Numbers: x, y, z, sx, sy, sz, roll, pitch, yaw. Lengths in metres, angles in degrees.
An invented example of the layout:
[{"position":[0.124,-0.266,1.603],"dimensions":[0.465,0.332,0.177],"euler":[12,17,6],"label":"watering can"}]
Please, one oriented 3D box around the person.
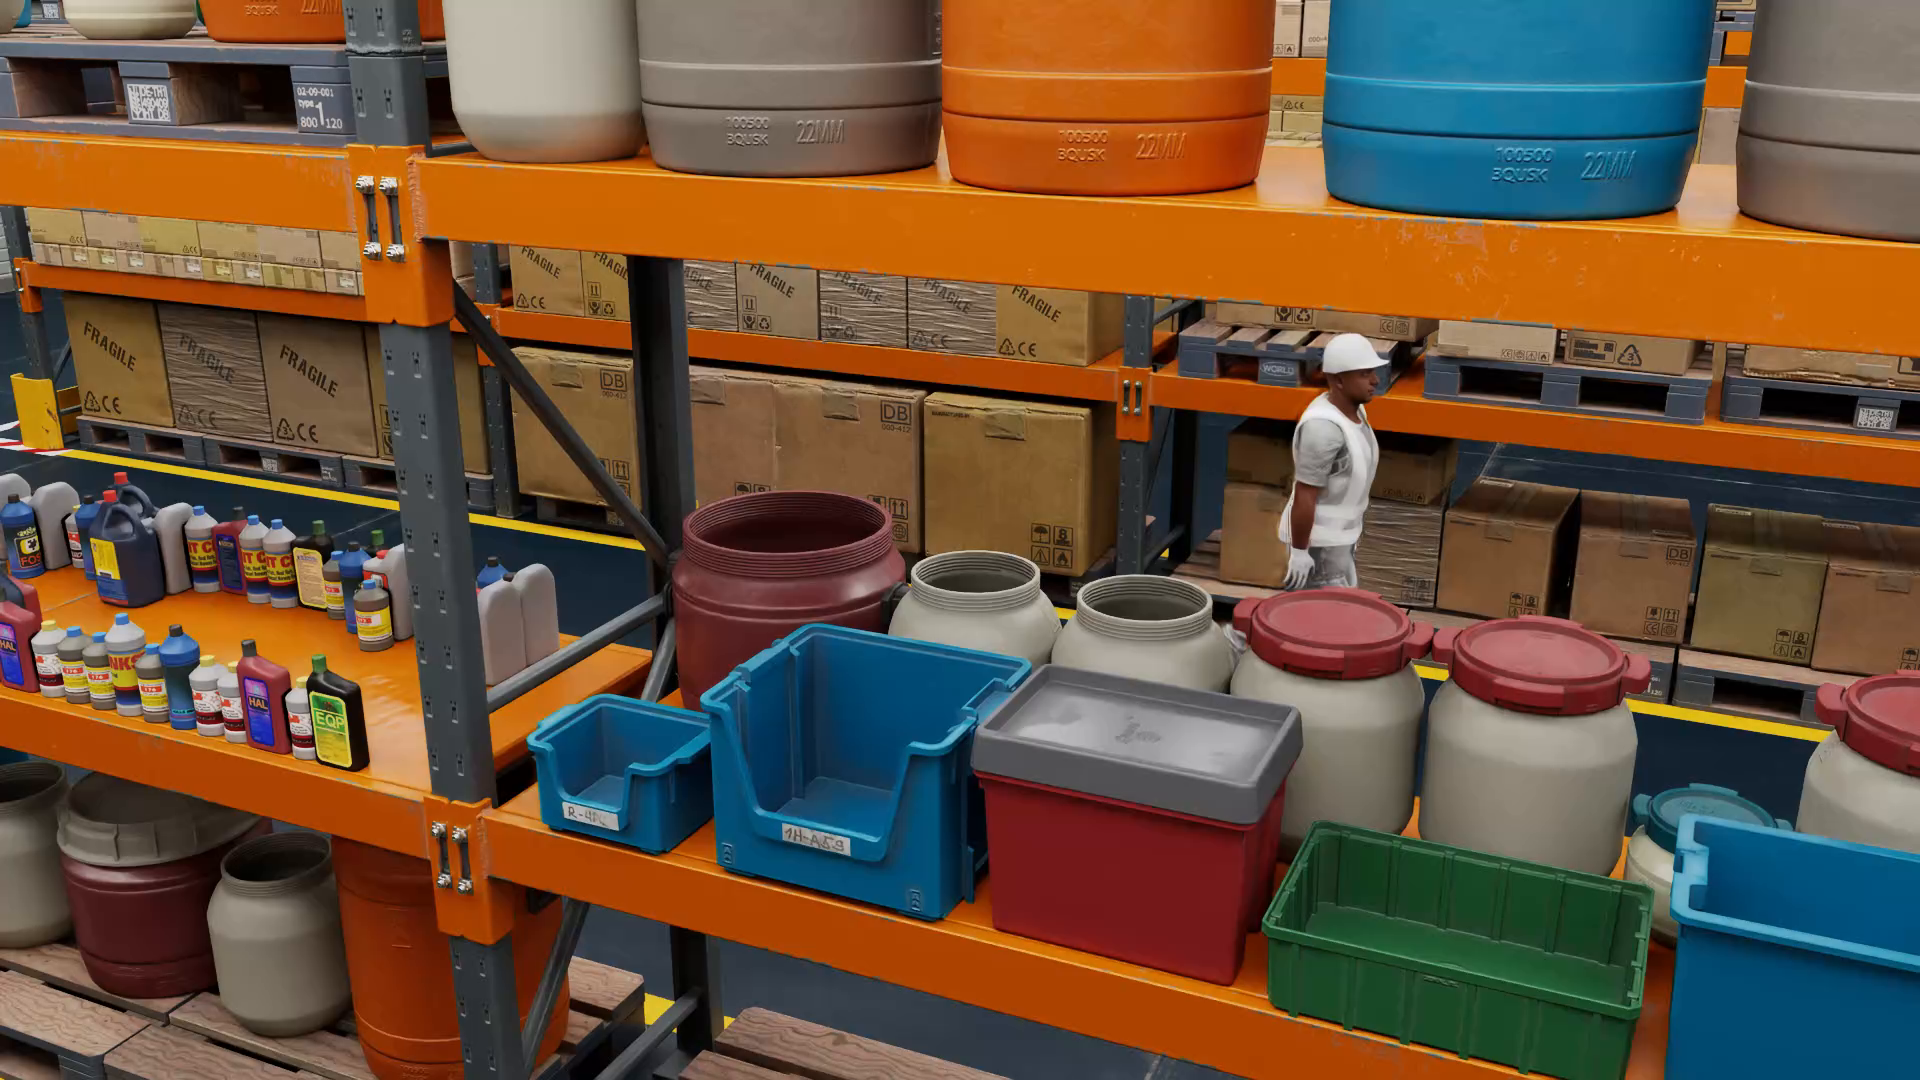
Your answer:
[{"position":[1.457,-0.020,7.066],"dimensions":[0.803,1.762,0.564],"euler":[7,20,20],"label":"person"}]
